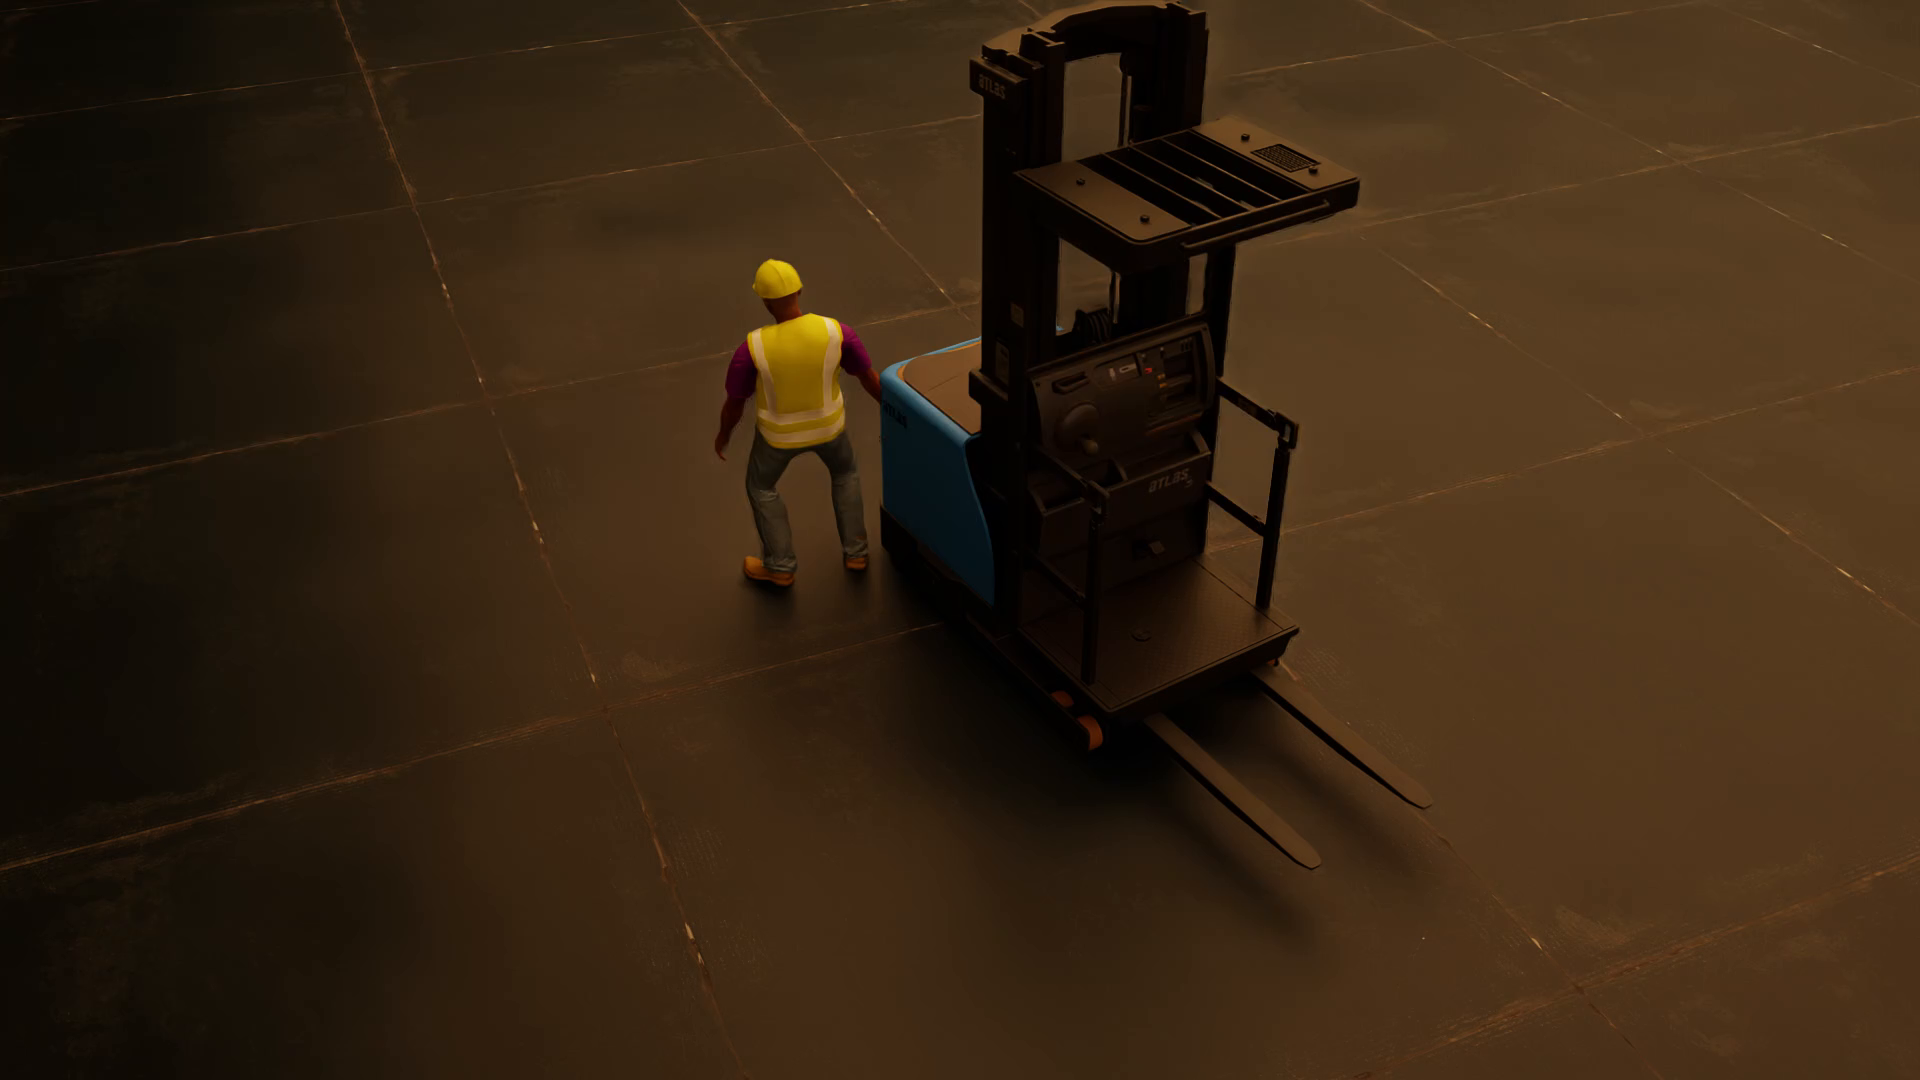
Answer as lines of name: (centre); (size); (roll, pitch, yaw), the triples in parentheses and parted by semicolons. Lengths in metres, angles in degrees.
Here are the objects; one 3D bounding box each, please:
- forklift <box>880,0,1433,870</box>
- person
forklift: (0.820, -0.577, 6.909); (1.130, 2.935, 3.031); (-21, 40, -26)
person: (-0.739, -0.567, 8.005); (0.889, 1.729, 0.424); (-7, 36, -10)
